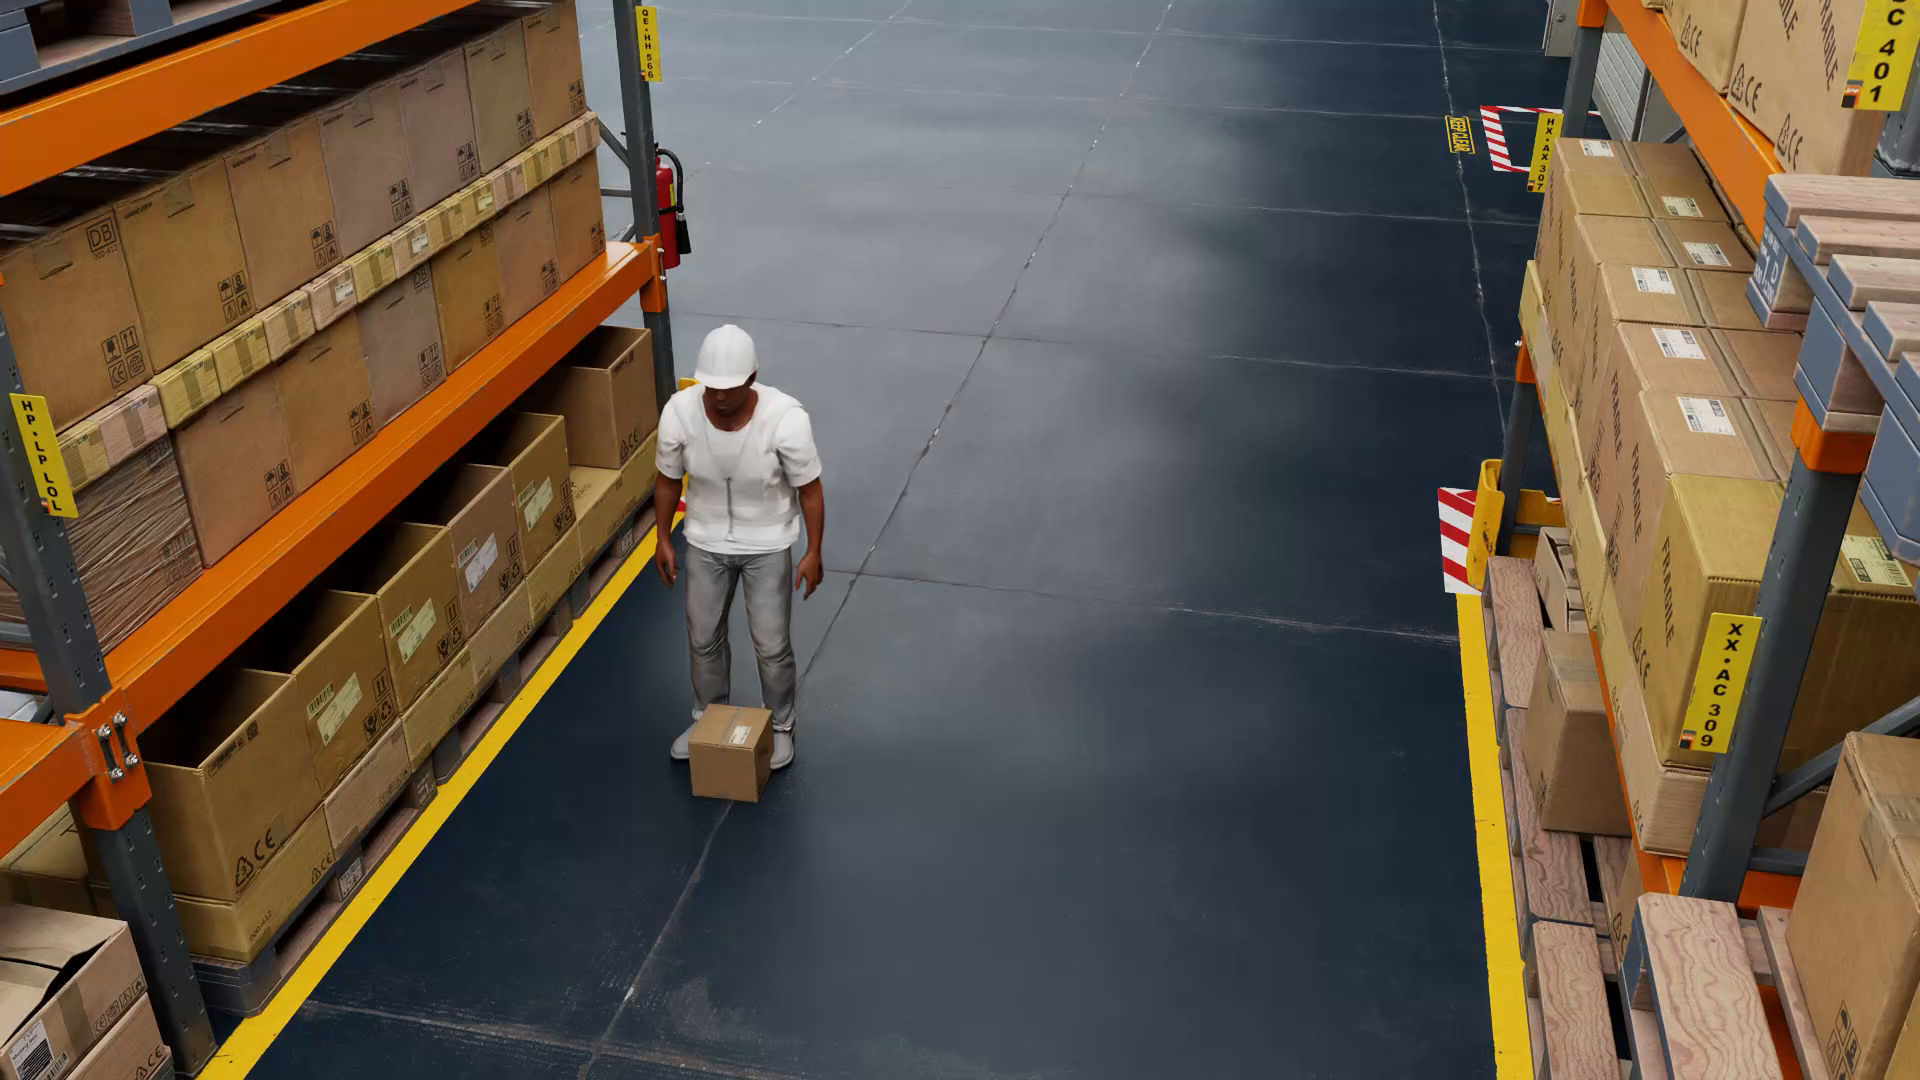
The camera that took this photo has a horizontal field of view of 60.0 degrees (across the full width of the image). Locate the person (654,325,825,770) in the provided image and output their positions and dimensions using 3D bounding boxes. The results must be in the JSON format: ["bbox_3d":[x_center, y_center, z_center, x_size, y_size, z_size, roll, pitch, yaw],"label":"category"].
[{"bbox_3d":[-0.807,0.028,6.055,0.632,1.759,0.462,4,29,7],"label":"person"}]
